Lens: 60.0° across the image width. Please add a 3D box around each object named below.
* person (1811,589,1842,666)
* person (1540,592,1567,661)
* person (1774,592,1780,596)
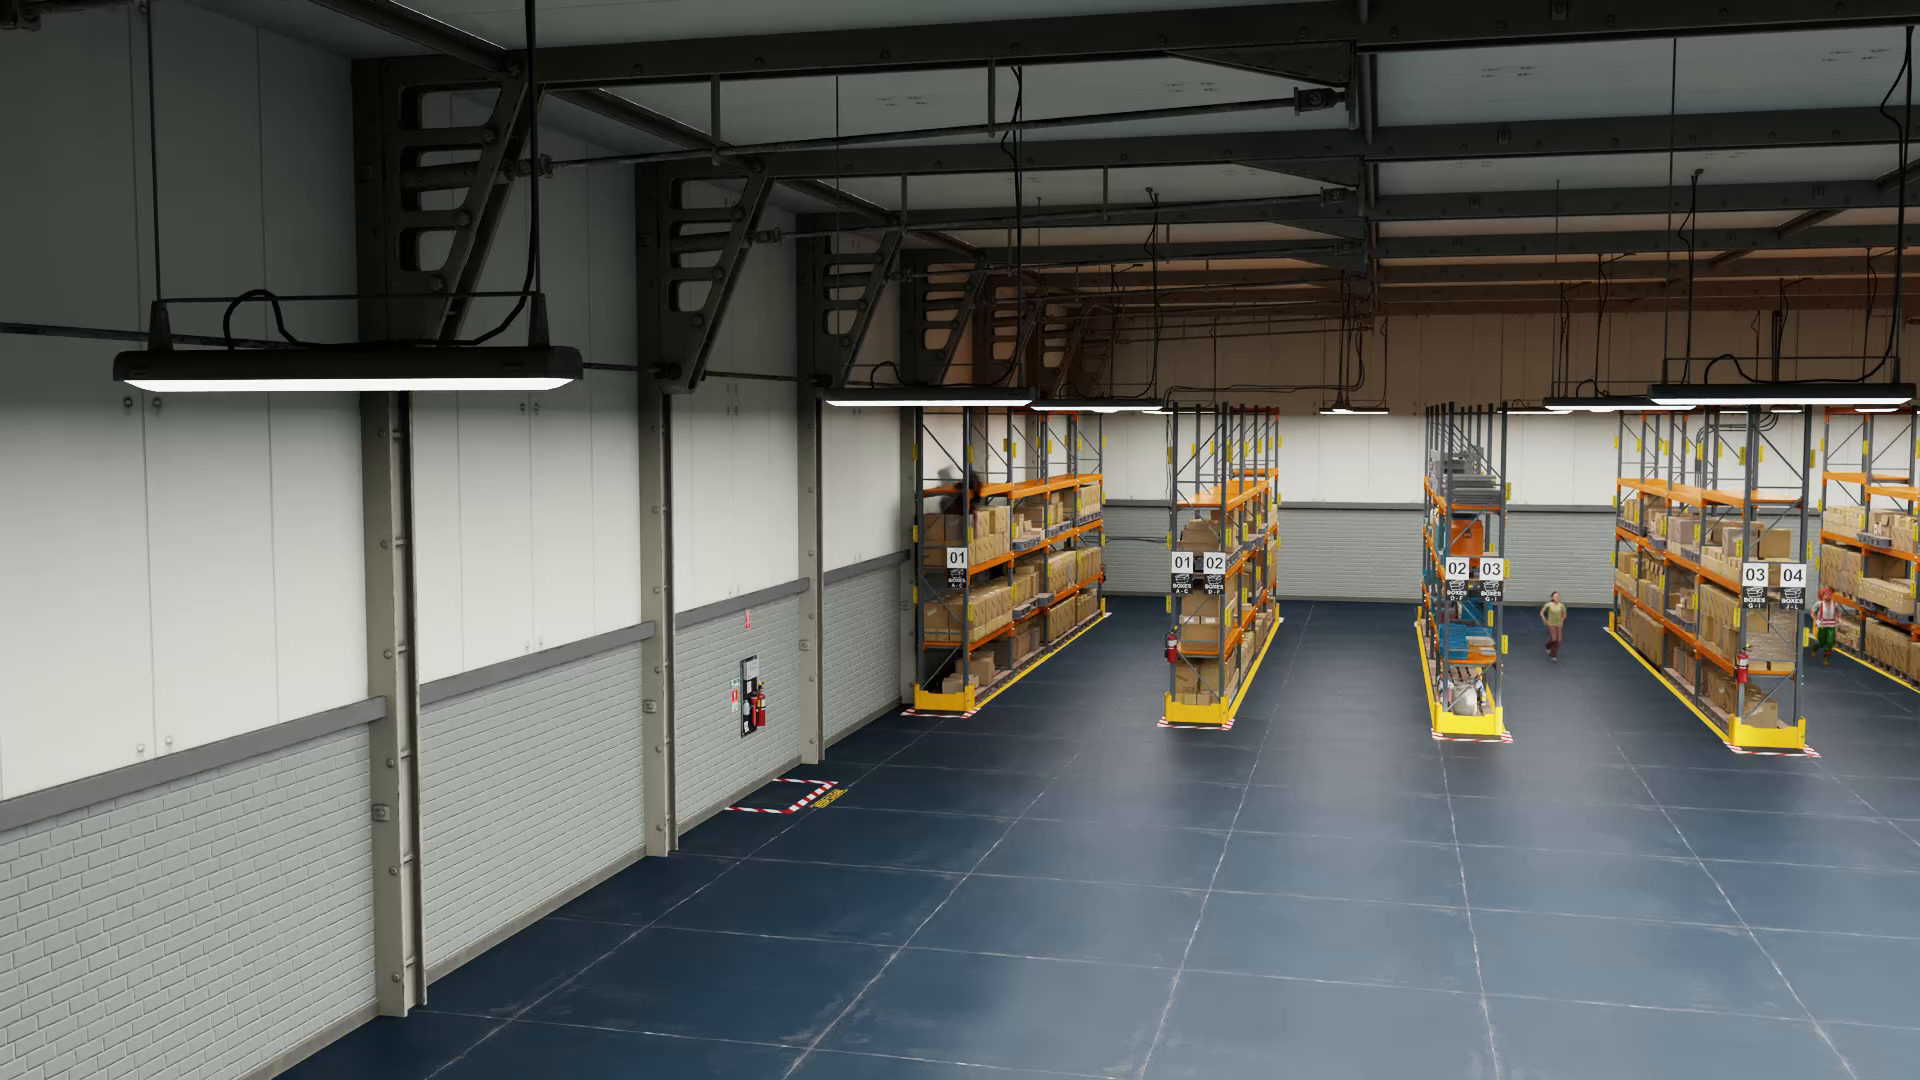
[{"bbox_3d":[20.074,2.010,38.544,0.658,1.766,0.718,1,4,12],"label":"person"},{"bbox_3d":[13.976,2.027,39.066,0.575,1.623,0.540,0,4,1],"label":"person"},{"bbox_3d":[20.452,1.849,41.290,0.714,1.712,0.999,1,4,7],"label":"person"}]
